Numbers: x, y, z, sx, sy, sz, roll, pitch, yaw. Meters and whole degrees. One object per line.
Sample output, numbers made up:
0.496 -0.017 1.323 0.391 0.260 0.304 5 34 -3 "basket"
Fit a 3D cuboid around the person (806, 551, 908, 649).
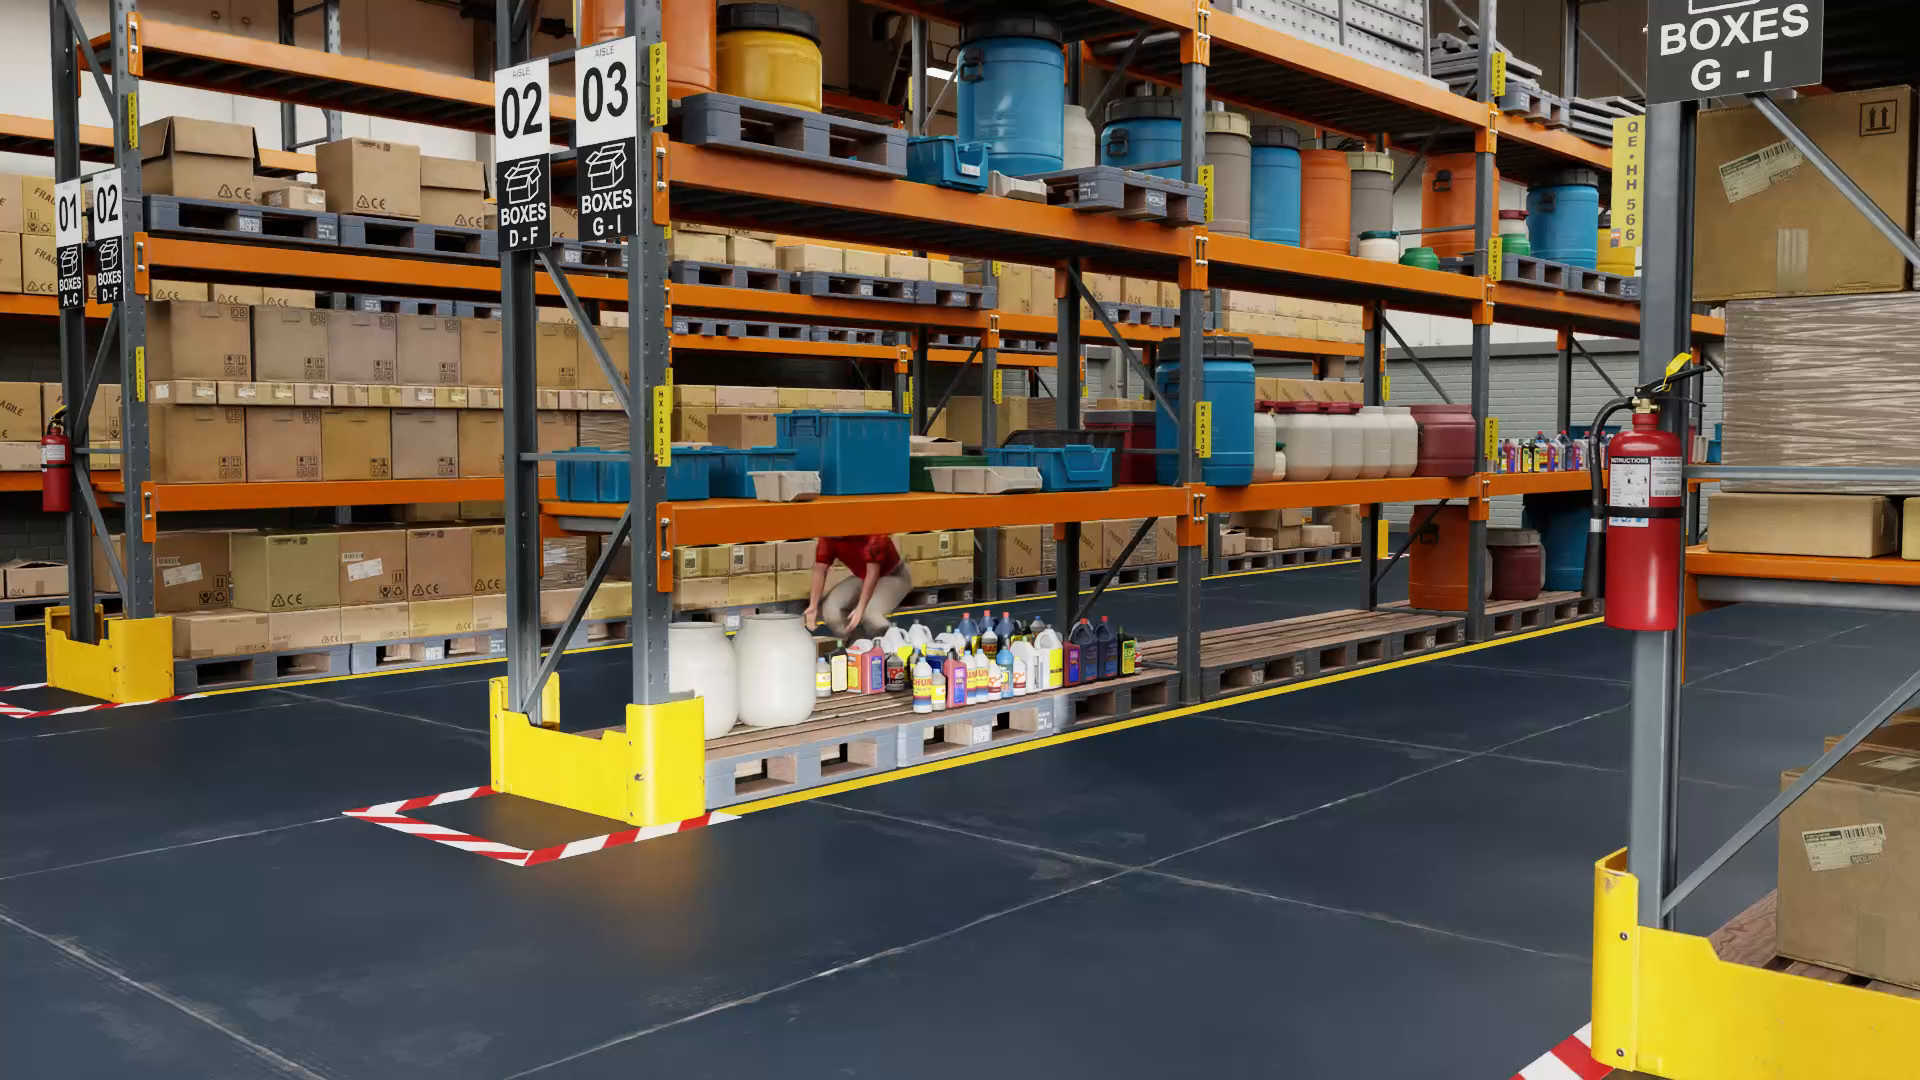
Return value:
-0.720 0.485 11.329 0.544 0.859 0.860 3 5 41 "person"
